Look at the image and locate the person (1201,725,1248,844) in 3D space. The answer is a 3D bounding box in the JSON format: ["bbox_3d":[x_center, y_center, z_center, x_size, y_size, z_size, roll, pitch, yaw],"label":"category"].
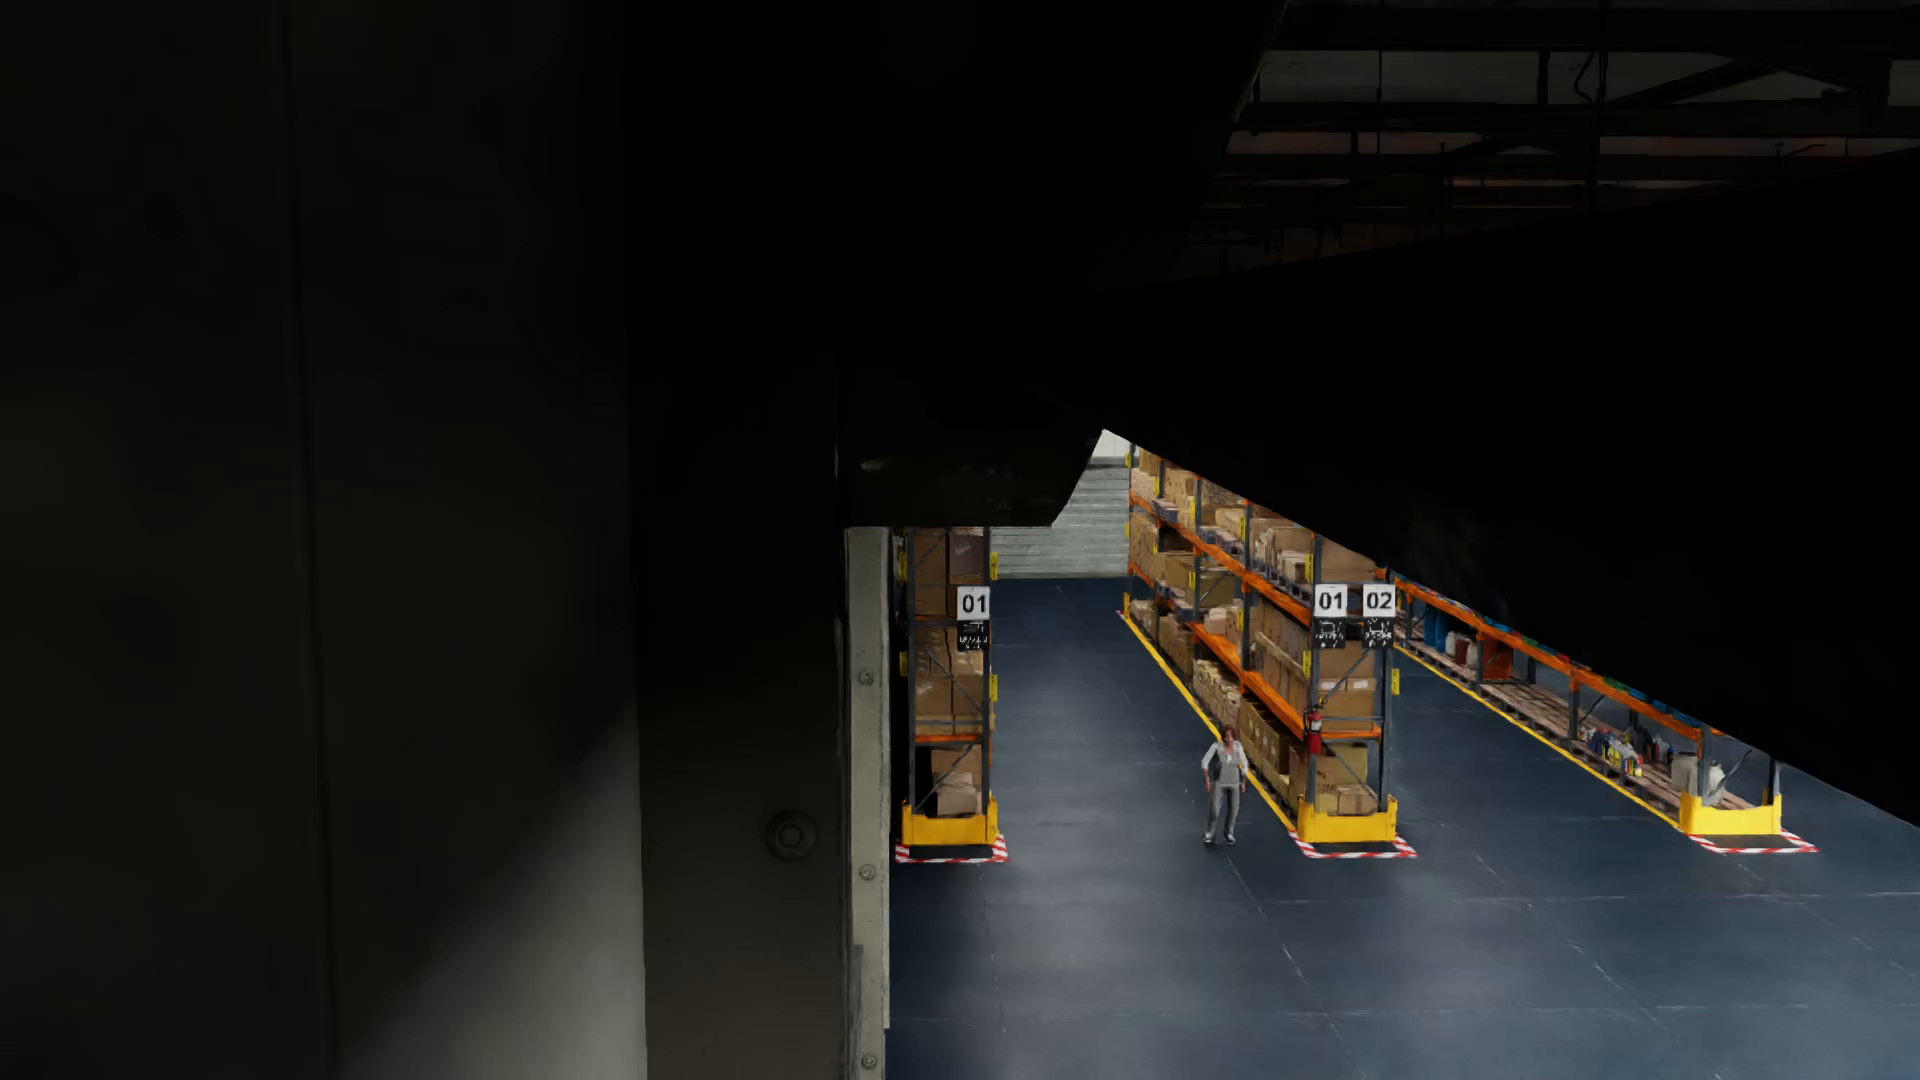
[{"bbox_3d":[3.231,2.980,20.331,0.566,1.541,0.519,-1,7,-4],"label":"person"}]
